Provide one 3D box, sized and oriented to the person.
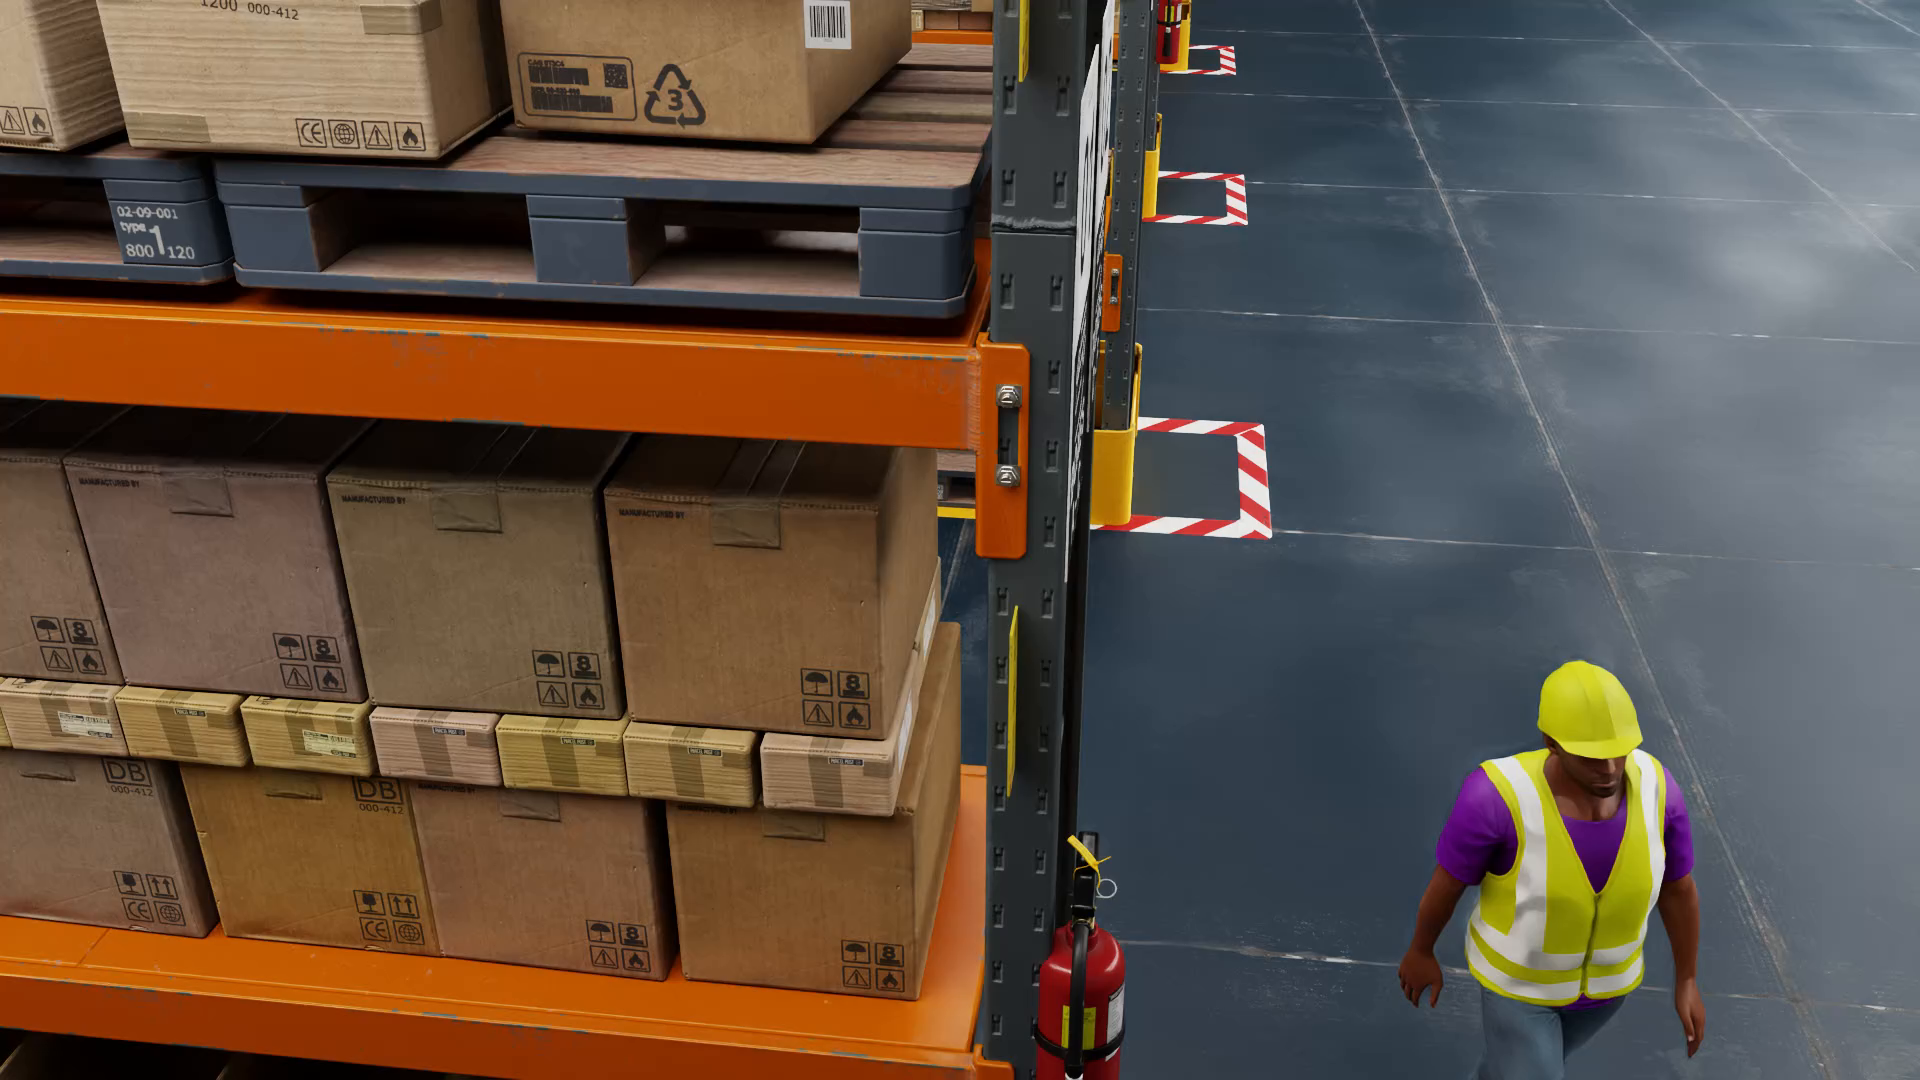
[{"bbox_3d":[1.478,1.103,4.051,0.656,1.767,0.869,-4,28,-8],"label":"person"}]
